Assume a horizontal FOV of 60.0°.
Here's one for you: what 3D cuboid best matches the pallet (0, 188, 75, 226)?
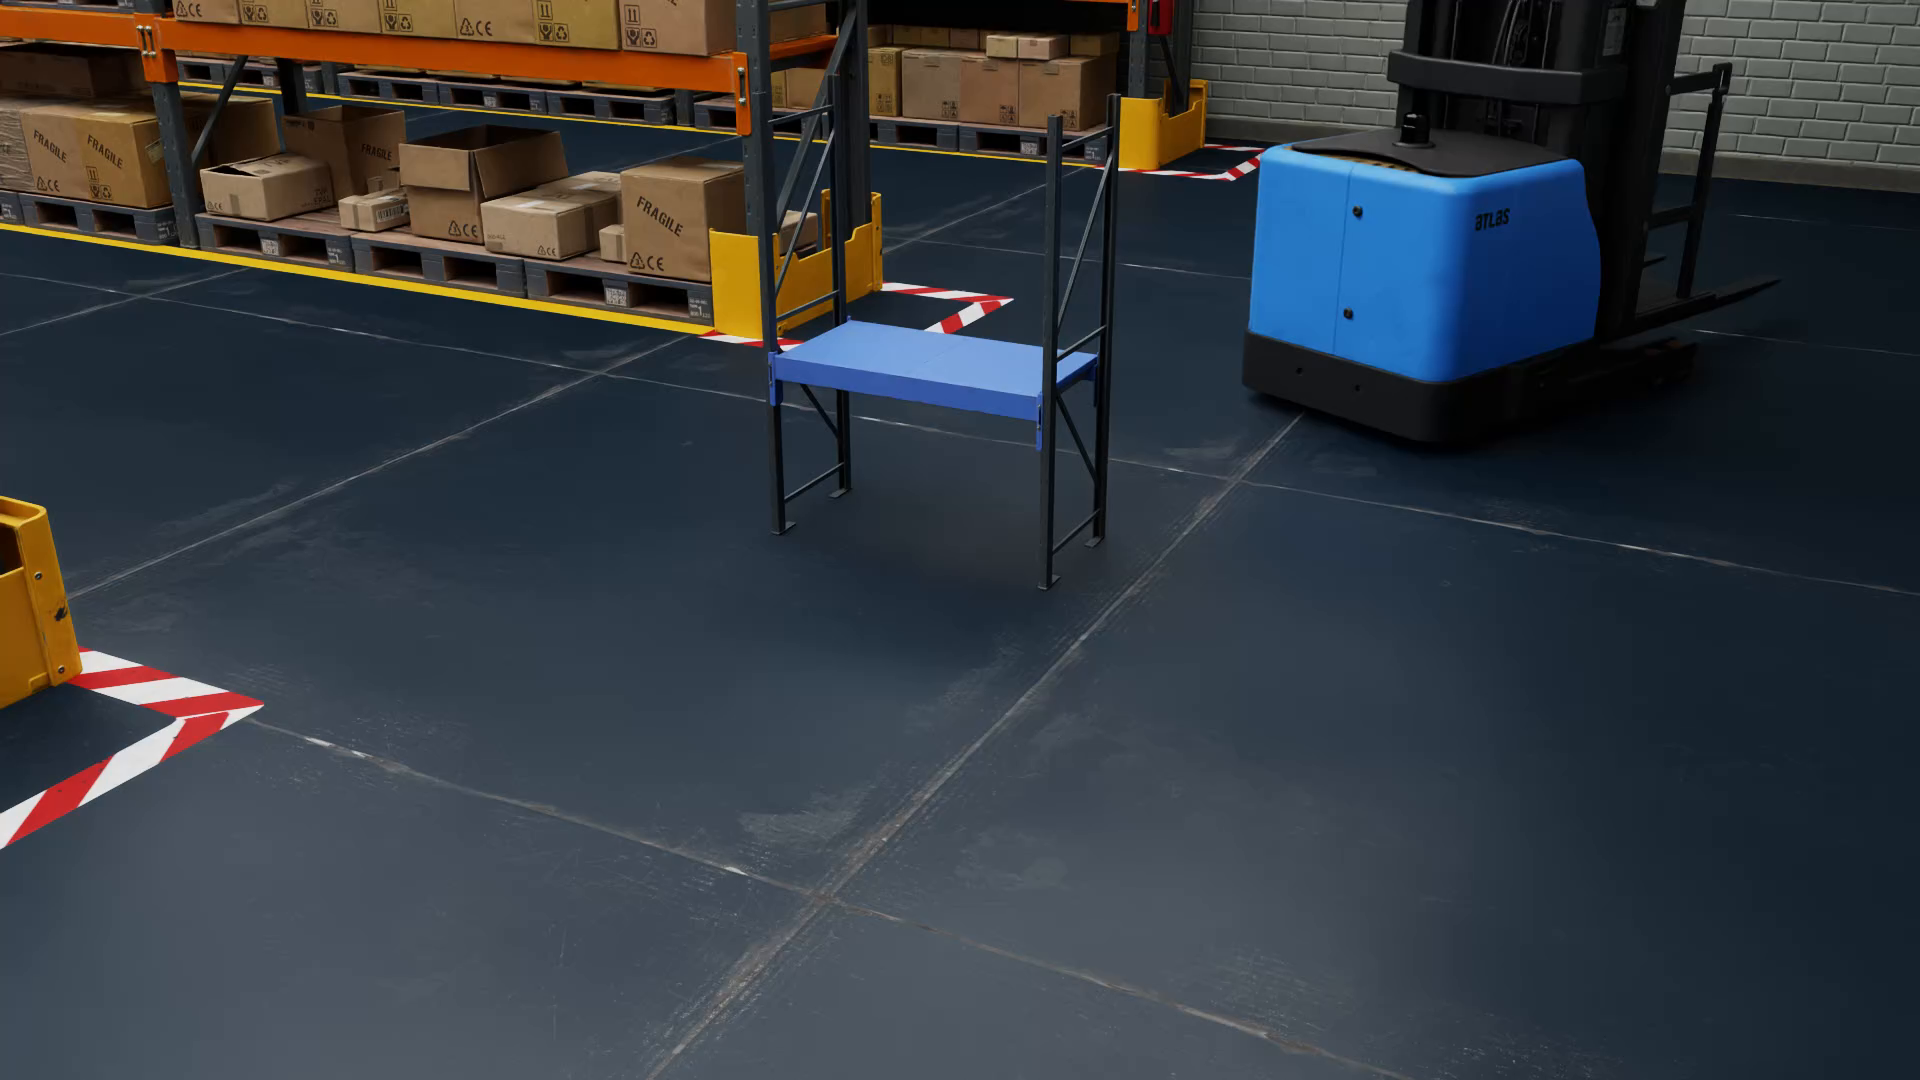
[{"bbox_3d":[-6.147,-2.327,10.952,1.213,0.211,1.003,11,25,25],"label":"pallet"}]

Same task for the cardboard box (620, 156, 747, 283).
[{"bbox_3d":[-1.338,-1.621,8.360,0.500,0.500,0.500,11,25,25],"label":"cardboard box"}]

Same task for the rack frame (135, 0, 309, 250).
[{"bbox_3d":[-4.312,-3.265,9.594,0.127,3.000,1.000,11,25,25],"label":"rack frame"}]

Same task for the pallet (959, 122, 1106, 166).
[{"bbox_3d":[0.741,-3.120,12.817,1.213,0.211,1.003,11,25,25],"label":"pallet"}]

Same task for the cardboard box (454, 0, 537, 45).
[{"bbox_3d":[-2.172,-2.769,8.300,0.500,0.500,0.500,11,26,25],"label":"cardboard box"}]

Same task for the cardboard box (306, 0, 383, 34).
[{"bbox_3d":[-3.076,-2.947,8.720,0.500,0.500,0.500,11,25,24],"label":"cardboard box"}]

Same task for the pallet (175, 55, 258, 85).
[{"bbox_3d":[-7.431,-4.773,16.704,1.213,0.211,1.003,11,25,25],"label":"pallet"}]

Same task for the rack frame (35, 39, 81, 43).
[{"bbox_3d":[-9.219,-6.408,16.986,0.127,3.000,1.000,11,25,25],"label":"rack frame"}]

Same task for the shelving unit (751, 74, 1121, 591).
[{"bbox_3d":[-0.076,-0.705,5.492,1.048,1.500,0.538,11,25,25],"label":"shelving unit"}]

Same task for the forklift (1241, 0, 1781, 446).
[{"bbox_3d":[2.677,-2.173,7.114,3.031,2.935,1.130,-17,29,-35],"label":"forklift"}]

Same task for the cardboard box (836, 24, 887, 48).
[{"bbox_3d":[-0.770,-3.953,13.041,0.250,0.149,0.380,10,25,23],"label":"cardboard box"}]

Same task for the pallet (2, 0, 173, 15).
[{"bbox_3d":[-4.975,-3.356,10.053,1.213,0.211,1.003,11,25,25],"label":"pallet"}]

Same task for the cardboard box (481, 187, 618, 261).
[{"bbox_3d":[-2.173,-1.684,8.828,0.500,0.250,0.500,11,25,25],"label":"cardboard box"}]

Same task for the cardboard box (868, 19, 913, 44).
[{"bbox_3d":[-0.567,-4.081,13.341,0.250,0.149,0.380,11,26,25],"label":"cardboard box"}]

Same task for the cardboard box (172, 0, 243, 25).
[{"bbox_3d":[-3.980,-3.126,9.139,0.500,0.500,0.500,12,26,26],"label":"cardboard box"}]

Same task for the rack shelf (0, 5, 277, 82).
[{"bbox_3d":[-6.096,-3.287,10.565,4.000,0.370,1.077,11,25,25],"label":"rack shelf"}]

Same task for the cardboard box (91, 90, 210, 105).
[{"bbox_3d":[-5.114,-2.578,10.611,0.500,0.500,0.500,12,26,25],"label":"cardboard box"}]

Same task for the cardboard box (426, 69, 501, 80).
[{"bbox_3d":[-4.274,-4.573,14.881,0.750,0.750,0.750,11,25,24],"label":"cardboard box"}]

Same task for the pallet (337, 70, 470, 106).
[{"bbox_3d":[-4.980,-4.253,15.481,1.213,0.211,1.003,11,25,25],"label":"pallet"}]

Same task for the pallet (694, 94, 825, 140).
[{"bbox_3d":[-1.436,-3.551,13.830,1.213,0.211,1.003,11,25,25],"label":"pallet"}]

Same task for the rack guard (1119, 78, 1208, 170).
[{"bbox_3d":[1.511,-3.135,12.482,0.348,0.500,1.175,11,25,25],"label":"rack guard"}]

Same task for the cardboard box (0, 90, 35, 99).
[{"bbox_3d":[-6.221,-2.572,10.597,0.500,0.500,0.500,10,25,23],"label":"cardboard box"}]

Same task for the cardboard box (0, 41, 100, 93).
[{"bbox_3d":[-5.974,-3.098,10.875,0.500,0.250,0.500,11,25,24],"label":"cardboard box"}]

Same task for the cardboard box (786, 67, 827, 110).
[{"bbox_3d":[-1.012,-3.781,13.465,0.500,0.500,0.700,11,25,24],"label":"cardboard box"}]

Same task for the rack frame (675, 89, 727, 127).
[{"bbox_3d":[-2.080,-4.996,13.664,0.127,3.000,1.000,11,25,25],"label":"rack frame"}]

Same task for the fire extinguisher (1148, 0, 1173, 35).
[{"bbox_3d":[1.416,-3.894,11.650,0.183,0.674,0.296,11,25,25],"label":"fire extinguisher"}]

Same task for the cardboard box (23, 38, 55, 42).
[{"bbox_3d":[-9.710,-5.391,17.652,0.250,0.166,0.380,8,24,18],"label":"cardboard box"}]

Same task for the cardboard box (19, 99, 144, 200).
[{"bbox_3d":[-5.319,-2.394,10.179,0.500,0.500,0.500,11,26,25],"label":"cardboard box"}]

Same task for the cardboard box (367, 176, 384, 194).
[{"bbox_3d":[-3.313,-2.109,9.956,0.250,0.149,0.380,11,25,25],"label":"cardboard box"}]

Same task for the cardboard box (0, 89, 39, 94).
[{"bbox_3d":[-6.008,-2.758,11.035,0.500,0.500,0.500,10,25,23],"label":"cardboard box"}]

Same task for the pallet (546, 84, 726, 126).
[{"bbox_3d":[-2.802,-3.822,14.468,1.213,0.211,1.003,11,25,25],"label":"pallet"}]

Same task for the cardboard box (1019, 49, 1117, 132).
[{"bbox_3d":[0.820,-3.421,12.619,0.500,0.500,0.700,11,25,25],"label":"cardboard box"}]

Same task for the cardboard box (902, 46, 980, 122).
[{"bbox_3d":[-0.076,-3.598,13.035,0.500,0.500,0.700,10,25,23],"label":"cardboard box"}]

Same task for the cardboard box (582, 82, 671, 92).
[{"bbox_3d":[-2.719,-4.269,14.166,0.750,0.750,0.750,12,26,25],"label":"cardboard box"}]

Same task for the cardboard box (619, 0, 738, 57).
[{"bbox_3d":[-1.264,-2.589,7.876,0.500,0.500,0.500,12,26,26],"label":"cardboard box"}]

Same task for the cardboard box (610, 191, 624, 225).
[{"bbox_3d":[-1.545,-1.779,9.052,0.500,0.250,0.500,11,25,25],"label":"cardboard box"}]

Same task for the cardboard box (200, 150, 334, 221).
[{"bbox_3d":[-4.035,-2.080,9.682,0.500,0.311,0.500,11,25,25],"label":"cardboard box"}]

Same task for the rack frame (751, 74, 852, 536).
[{"bbox_3d":[-0.530,-0.795,5.703,0.032,1.500,0.500,11,25,25],"label":"rack frame"}]

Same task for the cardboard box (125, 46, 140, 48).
[{"bbox_3d":[-8.071,-5.263,16.924,0.500,0.500,0.700,11,25,24],"label":"cardboard box"}]

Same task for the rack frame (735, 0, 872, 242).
[{"bbox_3d":[-0.742,-2.559,7.933,0.127,3.000,1.000,11,25,25],"label":"rack frame"}]

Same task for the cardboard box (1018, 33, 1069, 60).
[{"bbox_3d":[0.623,-3.678,12.395,0.250,0.149,0.380,11,25,24],"label":"cardboard box"}]

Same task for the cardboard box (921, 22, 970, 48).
[{"bbox_3d":[-0.110,-3.990,13.129,0.250,0.149,0.380,11,26,25],"label":"cardboard box"}]

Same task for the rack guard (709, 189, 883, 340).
[{"bbox_3d":[-0.810,-1.422,8.454,0.348,0.500,1.175,11,25,25],"label":"rack guard"}]

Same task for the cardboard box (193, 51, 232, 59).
[{"bbox_3d":[-7.179,-5.072,16.477,0.500,0.500,0.700,11,25,24],"label":"cardboard box"}]

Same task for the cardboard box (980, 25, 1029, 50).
[{"bbox_3d":[0.346,-3.901,12.918,0.250,0.149,0.380,11,26,25],"label":"cardboard box"}]

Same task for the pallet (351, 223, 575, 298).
[{"bbox_3d":[-2.606,-1.645,9.349,1.213,0.211,1.003,11,25,25],"label":"pallet"}]

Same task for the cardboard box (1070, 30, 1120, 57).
[{"bbox_3d":[1.022,-3.767,12.604,0.250,0.149,0.380,11,26,25],"label":"cardboard box"}]

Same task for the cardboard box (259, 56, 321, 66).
[{"bbox_3d":[-6.316,-4.863,15.984,0.500,0.500,0.700,12,26,25],"label":"cardboard box"}]

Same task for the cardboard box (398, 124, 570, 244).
[{"bbox_3d":[-2.633,-1.989,9.221,0.637,0.503,0.797,11,25,25],"label":"cardboard box"}]
